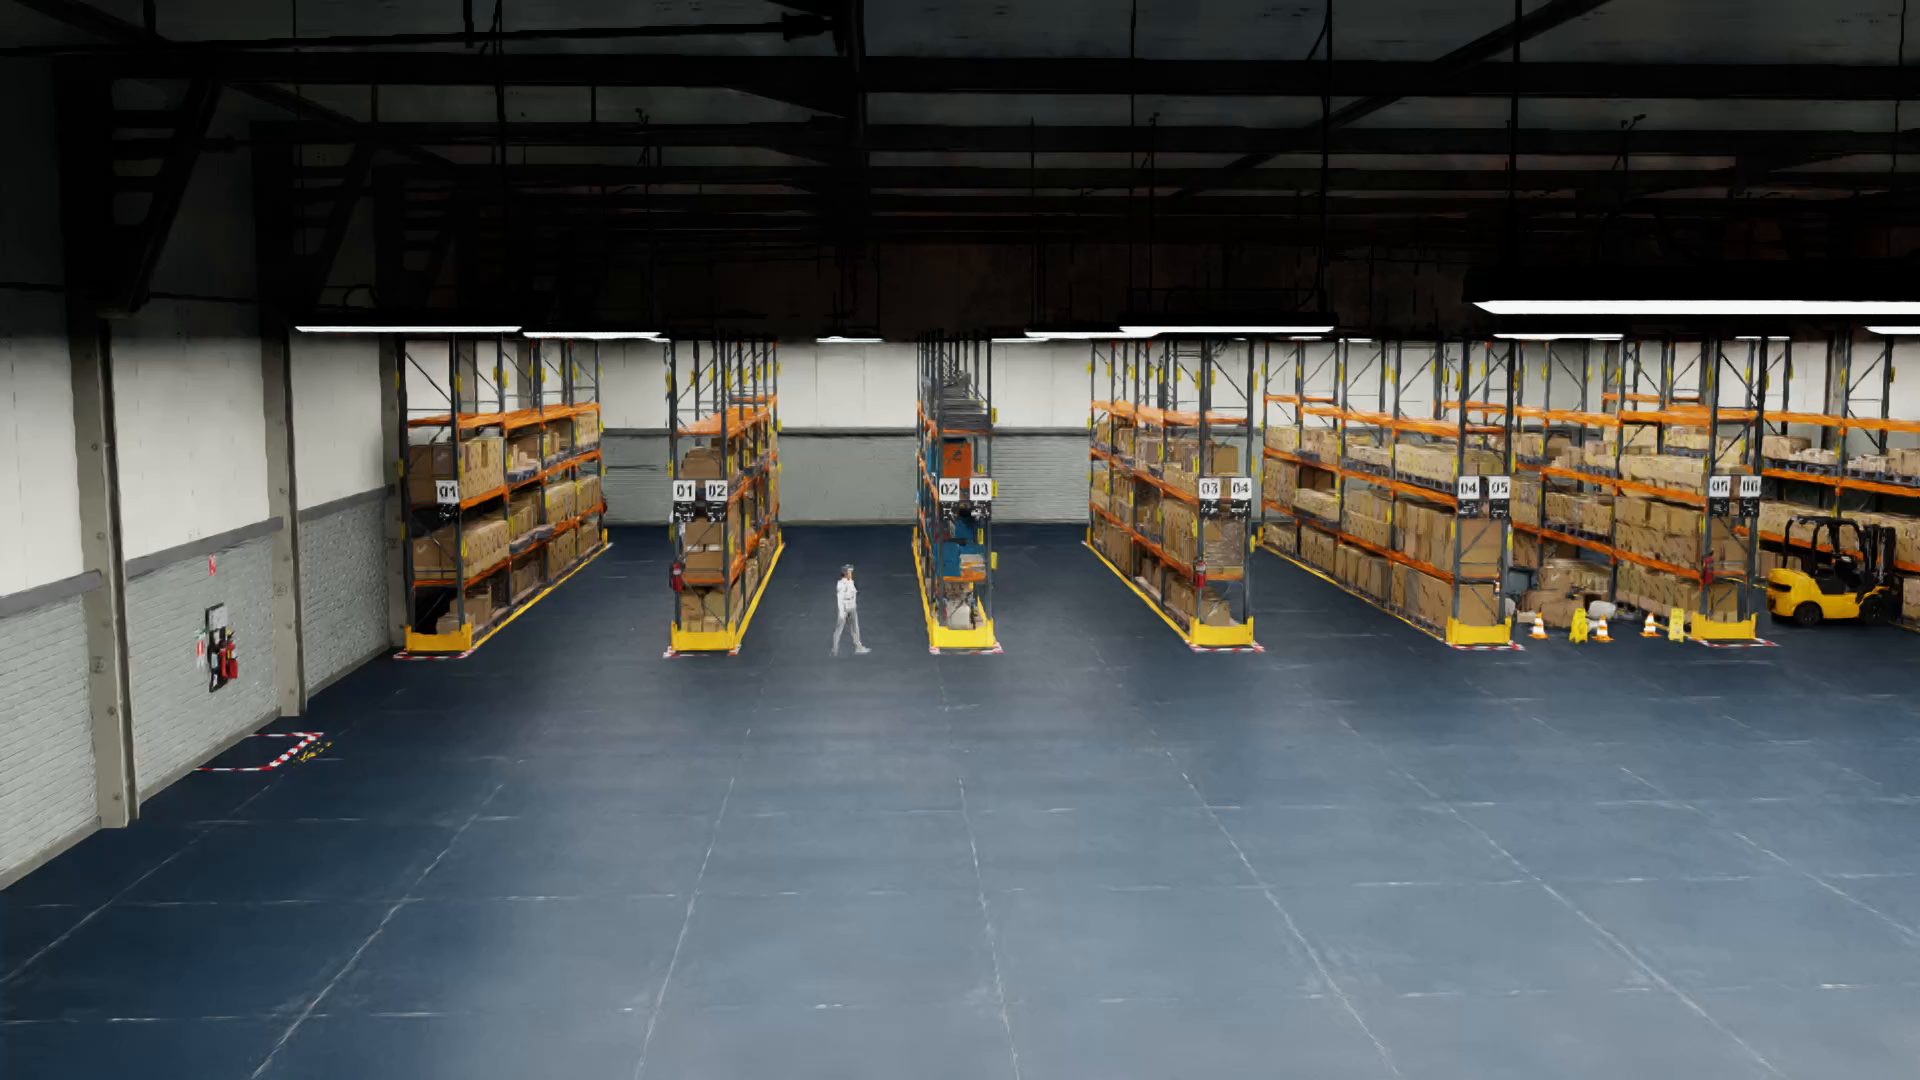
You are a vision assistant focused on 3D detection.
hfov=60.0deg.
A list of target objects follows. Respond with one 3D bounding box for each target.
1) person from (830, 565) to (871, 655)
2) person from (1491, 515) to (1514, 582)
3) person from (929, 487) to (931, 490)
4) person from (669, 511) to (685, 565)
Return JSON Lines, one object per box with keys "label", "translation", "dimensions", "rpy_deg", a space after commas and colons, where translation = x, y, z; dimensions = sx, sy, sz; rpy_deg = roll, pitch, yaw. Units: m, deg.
{"label": "person", "translation": [-2.056, 1.271, 30.692], "dimensions": [0.554, 1.672, 0.685], "rpy_deg": [5, 8, 36]}
{"label": "person", "translation": [12.984, 0.213, 39.617], "dimensions": [0.568, 1.666, 0.576], "rpy_deg": [2, 7, 20]}
{"label": "person", "translation": [-0.791, -0.802, 48.595], "dimensions": [0.523, 1.586, 0.636], "rpy_deg": [4, 8, 31]}
{"label": "person", "translation": [-7.267, -0.217, 43.219], "dimensions": [0.577, 1.691, 1.121], "rpy_deg": [0, 7, -1]}
